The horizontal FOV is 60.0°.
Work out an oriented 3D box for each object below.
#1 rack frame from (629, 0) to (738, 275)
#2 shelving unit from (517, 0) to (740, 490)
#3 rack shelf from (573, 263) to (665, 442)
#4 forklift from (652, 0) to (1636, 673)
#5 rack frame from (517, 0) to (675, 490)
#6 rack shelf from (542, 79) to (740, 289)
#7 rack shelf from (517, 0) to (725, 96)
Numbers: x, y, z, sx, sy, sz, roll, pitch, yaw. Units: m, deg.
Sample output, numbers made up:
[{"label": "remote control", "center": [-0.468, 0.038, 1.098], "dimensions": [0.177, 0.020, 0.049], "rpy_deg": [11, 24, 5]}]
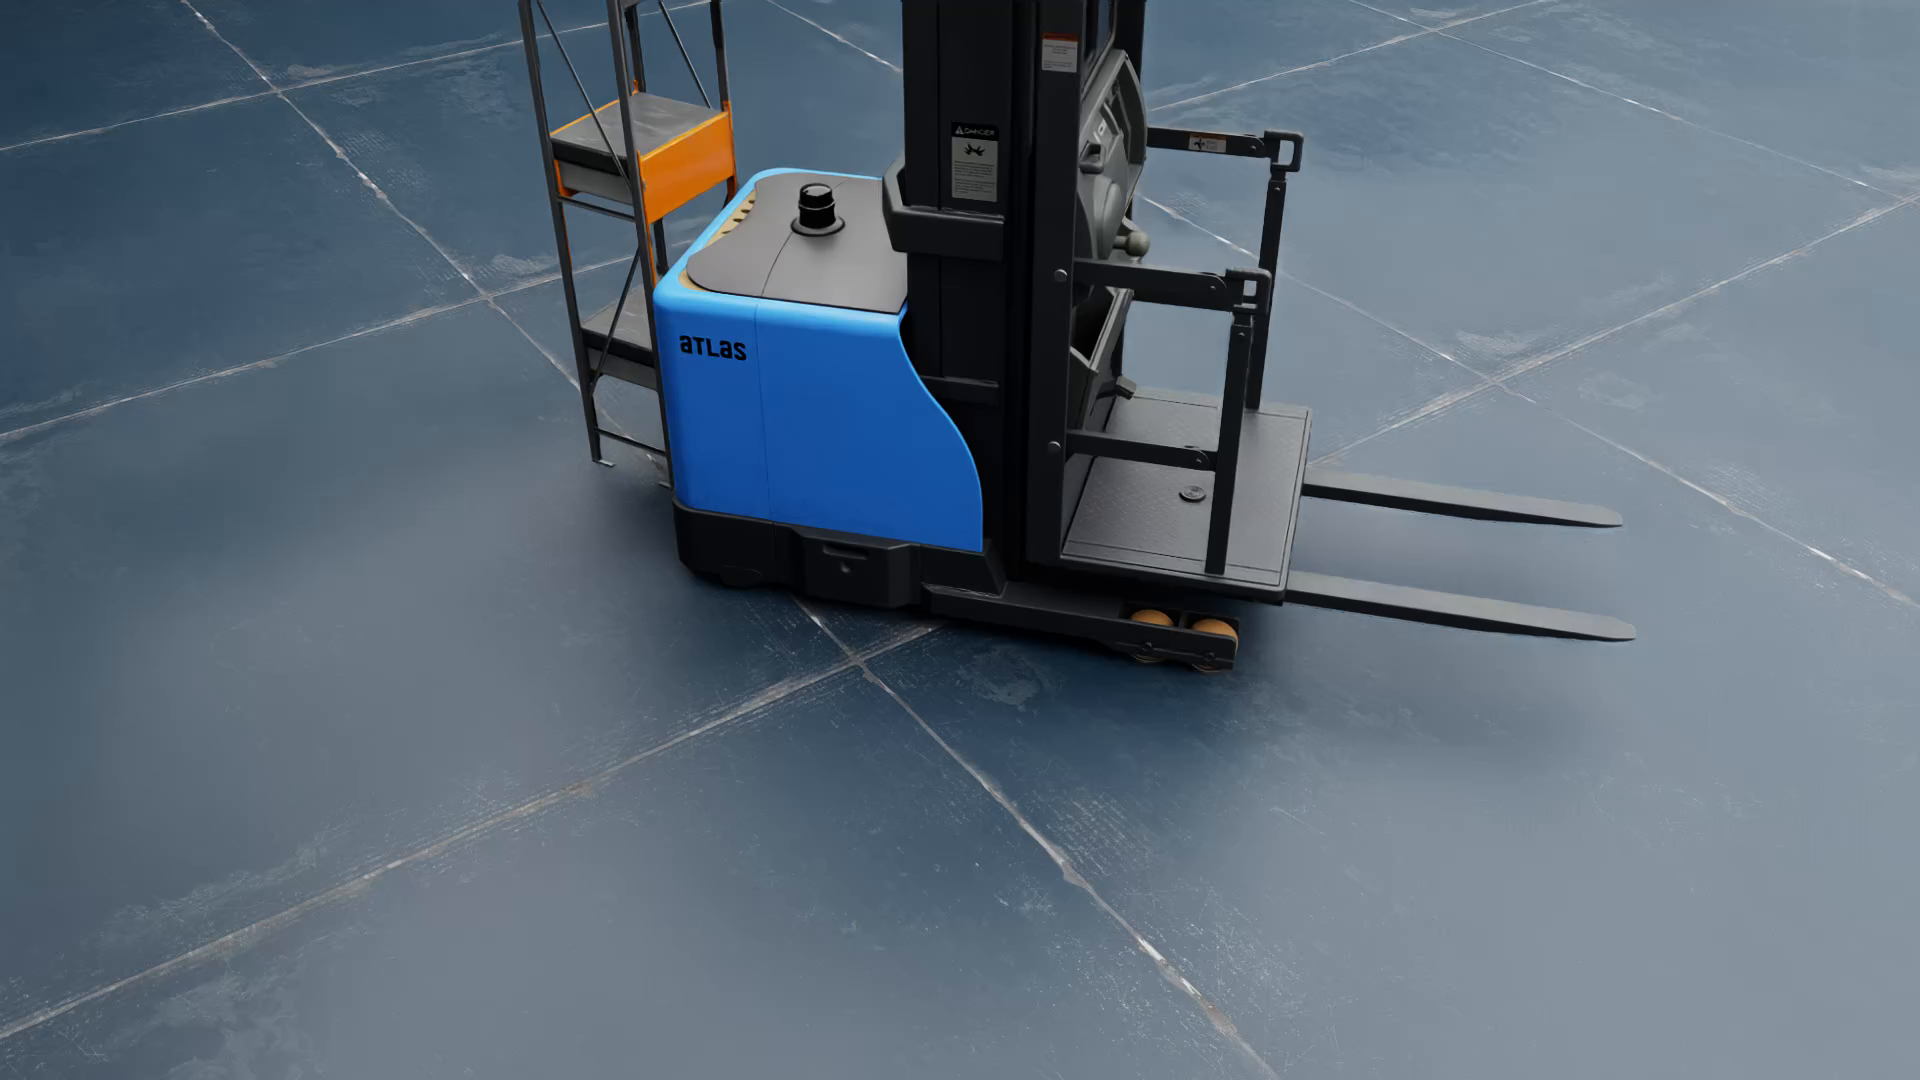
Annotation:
[{"label": "rack frame", "center": [-0.942, -1.331, 5.793], "dimensions": [0.400, 2.100, 0.015], "rpy_deg": [19, 41, 24]}, {"label": "shelving unit", "center": [-1.066, -1.206, 5.624], "dimensions": [0.431, 2.100, 0.503], "rpy_deg": [19, 41, 24]}, {"label": "rack shelf", "center": [-1.062, -0.631, 6.046], "dimensions": [0.431, 0.518, 0.480], "rpy_deg": [19, 41, 24]}, {"label": "forklift", "center": [0.632, -1.122, 4.799], "dimensions": [3.031, 2.935, 1.130], "rpy_deg": [9, 37, 12]}, {"label": "rack frame", "center": [-1.190, -1.081, 5.455], "dimensions": [0.400, 2.100, 0.015], "rpy_deg": [19, 41, 24]}, {"label": "rack shelf", "center": [-1.066, -1.195, 5.632], "dimensions": [0.431, 0.518, 0.480], "rpy_deg": [19, 41, 24]}, {"label": "rack shelf", "center": [-1.070, -1.759, 5.218], "dimensions": [0.431, 0.518, 0.480], "rpy_deg": [19, 41, 24]}]
